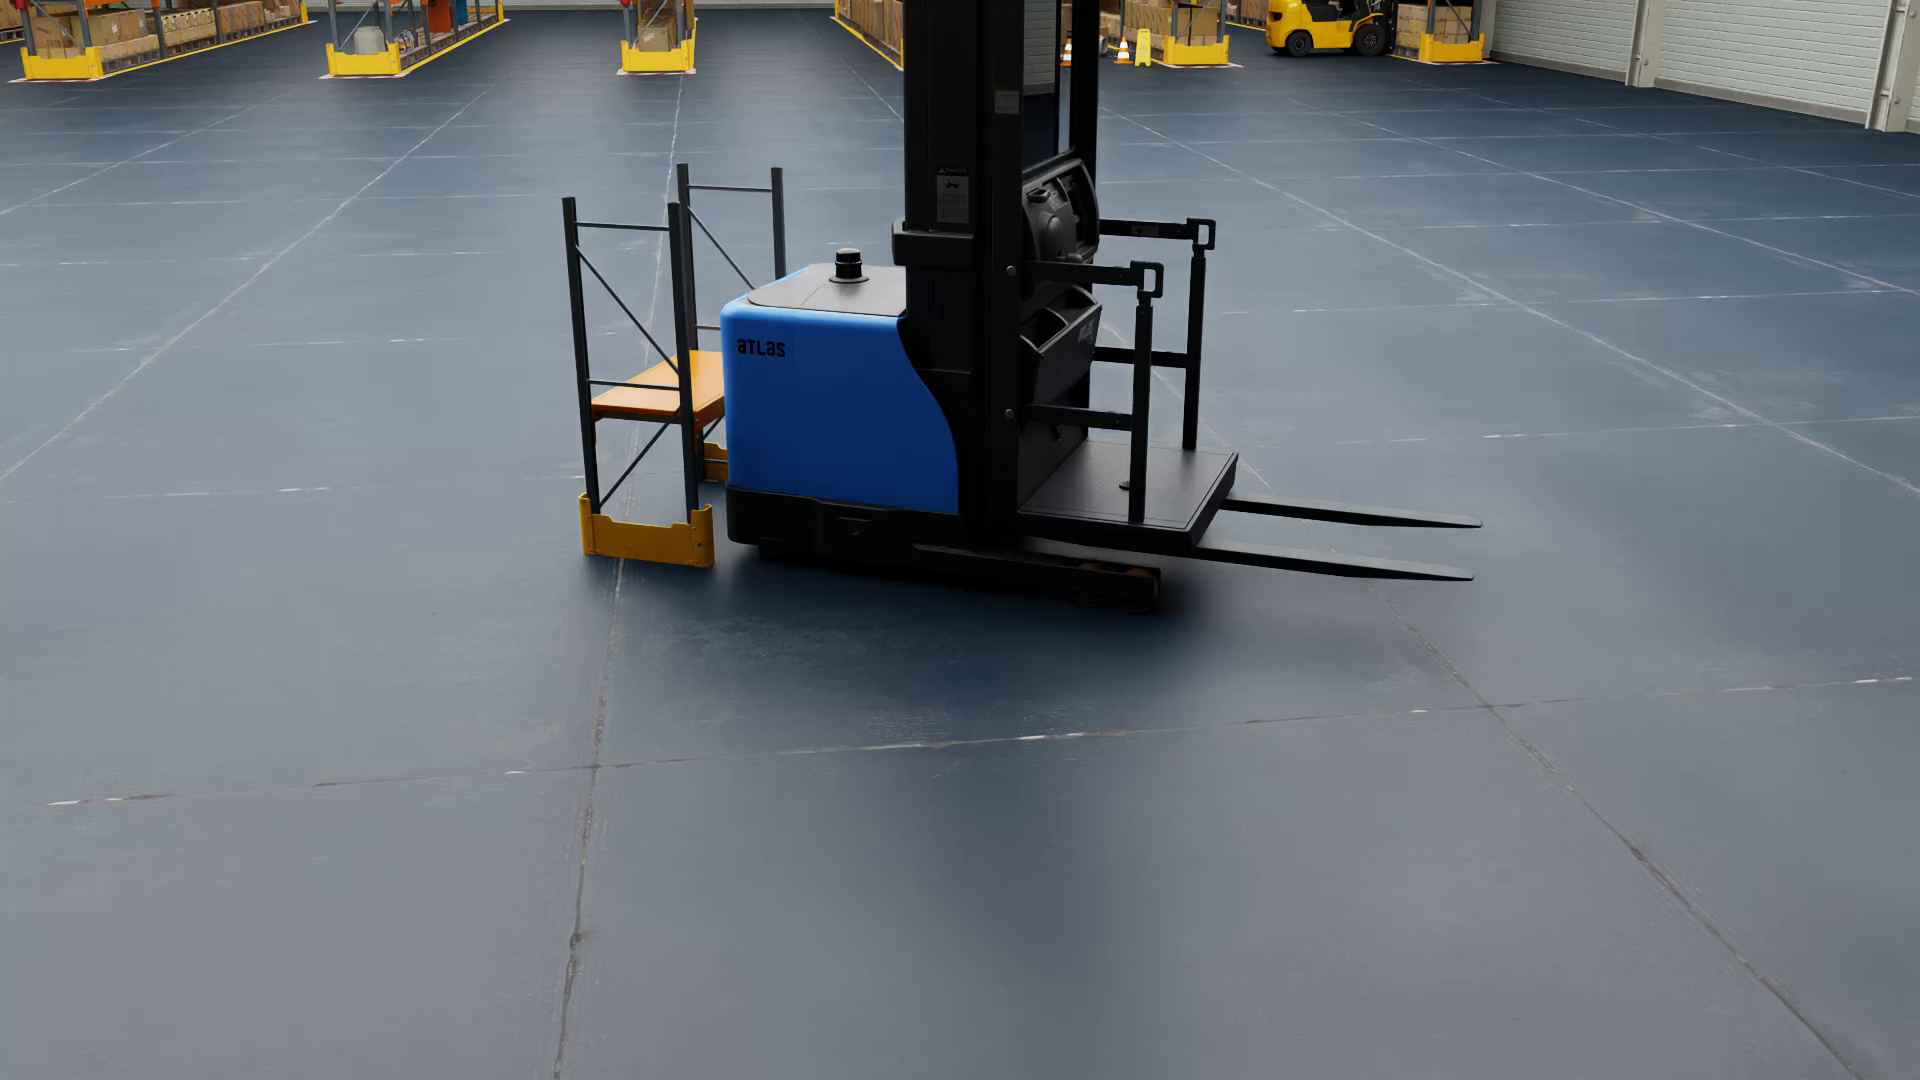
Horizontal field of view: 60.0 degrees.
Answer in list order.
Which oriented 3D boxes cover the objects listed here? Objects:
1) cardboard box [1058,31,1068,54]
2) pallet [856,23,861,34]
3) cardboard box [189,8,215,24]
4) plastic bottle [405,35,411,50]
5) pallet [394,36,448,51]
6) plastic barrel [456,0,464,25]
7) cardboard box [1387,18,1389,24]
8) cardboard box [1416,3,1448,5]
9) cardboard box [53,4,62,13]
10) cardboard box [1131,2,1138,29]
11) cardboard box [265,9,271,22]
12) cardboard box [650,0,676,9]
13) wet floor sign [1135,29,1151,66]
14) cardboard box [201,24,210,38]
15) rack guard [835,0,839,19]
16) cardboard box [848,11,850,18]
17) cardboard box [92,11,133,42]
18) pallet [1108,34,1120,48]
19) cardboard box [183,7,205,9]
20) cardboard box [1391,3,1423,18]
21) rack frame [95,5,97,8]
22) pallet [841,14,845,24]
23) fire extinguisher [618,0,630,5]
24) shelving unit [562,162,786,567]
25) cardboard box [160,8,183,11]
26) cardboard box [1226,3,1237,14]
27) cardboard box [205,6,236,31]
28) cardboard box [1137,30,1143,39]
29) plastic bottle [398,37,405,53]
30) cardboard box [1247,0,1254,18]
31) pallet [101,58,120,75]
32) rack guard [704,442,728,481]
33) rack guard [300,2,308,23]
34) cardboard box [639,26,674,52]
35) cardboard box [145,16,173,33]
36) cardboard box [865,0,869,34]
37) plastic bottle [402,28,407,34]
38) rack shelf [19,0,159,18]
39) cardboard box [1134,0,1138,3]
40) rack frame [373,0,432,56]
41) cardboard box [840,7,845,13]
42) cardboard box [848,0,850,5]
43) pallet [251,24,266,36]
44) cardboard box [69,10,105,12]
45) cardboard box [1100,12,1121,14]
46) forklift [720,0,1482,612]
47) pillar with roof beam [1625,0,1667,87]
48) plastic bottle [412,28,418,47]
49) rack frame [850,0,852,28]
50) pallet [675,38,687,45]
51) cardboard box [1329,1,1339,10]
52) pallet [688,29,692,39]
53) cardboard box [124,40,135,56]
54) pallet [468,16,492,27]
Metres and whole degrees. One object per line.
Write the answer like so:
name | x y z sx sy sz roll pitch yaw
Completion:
cardboard box | 1.643 -9.578 32.142 0.637 0.503 0.797 17 27 39
pallet | -1.919 -12.138 39.413 1.003 0.211 1.213 -3 21 -8
cardboard box | -16.042 -11.041 35.019 0.500 0.311 0.500 -2 21 -6
plastic bottle | -10.352 -9.312 31.133 0.097 0.271 0.097 0 20 0
pallet | -11.213 -10.289 34.464 1.003 0.211 1.213 -3 21 -8
plastic barrel | -11.872 -12.452 38.666 0.600 0.901 0.708 -3 21 -8
cardboard box | 8.708 -10.340 33.228 0.500 0.250 0.500 -3 21 -8
cardboard box | 9.294 -10.418 32.724 0.500 0.250 0.500 -3 21 -8
cardboard box | -21.915 -12.637 39.735 0.700 0.500 0.500 -3 21 -8
cardboard box | 3.732 -10.509 33.325 0.500 0.500 0.500 -2 21 -6
cardboard box | -16.784 -12.527 39.682 0.500 0.311 0.500 -3 21 -8
cardboard box | -6.345 -11.510 35.618 0.500 0.250 0.500 -1 20 -2
wet floor sign | 3.370 -9.044 30.510 0.267 0.644 0.232 4 21 11
cardboard box | -15.966 -10.599 34.638 0.500 0.250 0.500 -3 21 -8
rack guard | -2.778 -14.325 44.855 1.175 0.500 0.348 -3 21 -8
cardboard box | -2.606 -13.117 41.523 0.380 0.149 0.250 -3 21 -7
cardboard box | -15.279 -9.245 29.940 0.500 0.500 0.500 -3 21 -8
pallet | 3.711 -10.615 35.336 1.003 0.211 1.213 -3 21 -8
cardboard box | -16.729 -11.386 36.358 0.500 0.500 0.500 -2 21 -6
cardboard box | 8.776 -10.390 32.649 0.500 0.250 0.500 -3 21 -7
rack frame | -22.416 -14.558 41.906 1.000 3.000 0.127 -3 21 -8
pallet | -2.523 -13.485 43.020 1.003 0.211 1.213 -3 21 -8
fire extinguisher | -5.844 -9.668 28.925 0.296 0.674 0.183 -3 21 -8
shelving unit | -1.171 -0.797 7.205 0.587 1.500 1.083 6 21 16
cardboard box | -16.577 -11.014 34.946 0.500 0.311 0.500 -2 21 -6
cardboard box | 7.161 -13.891 43.429 0.396 0.266 0.258 -2 21 -6
cardboard box | -16.225 -11.427 36.468 0.500 0.500 0.500 -4 21 -10
cardboard box | 3.810 -9.975 32.966 0.500 0.250 0.500 -3 21 -8
plastic bottle | -10.259 -9.089 30.535 0.097 0.271 0.097 0 20 0
cardboard box | 7.517 -13.337 41.609 0.500 0.500 0.500 -3 21 -8
pallet | -15.360 -8.225 28.937 1.003 0.211 1.213 -3 21 -8
rack guard | -1.026 -0.378 7.870 0.587 0.250 0.087 6 21 16
rack guard | -17.504 -13.611 42.945 1.175 0.500 0.348 -3 21 -8
cardboard box | -5.478 -9.010 30.025 0.500 0.500 0.500 1 20 2
cardboard box | -15.598 -9.981 32.180 0.500 0.311 0.500 -3 21 -8
cardboard box | -1.507 -11.377 36.006 1.050 0.750 0.750 -3 21 -7
plastic bottle | -10.647 -9.652 31.928 0.144 0.351 0.185 -3 21 -8
rack shelf | -15.496 -9.624 29.726 1.077 0.370 4.000 -3 21 -8
cardboard box | 3.677 -10.774 33.106 0.380 0.149 0.250 -2 21 -6
rack frame | -10.883 -10.902 32.119 1.000 3.000 0.127 -3 21 -8
cardboard box | -2.940 -13.920 43.672 0.380 0.149 0.250 -3 21 -7
cardboard box | -2.597 -13.474 41.628 0.380 0.149 0.250 -3 21 -7
pallet | -16.783 -11.838 38.609 1.003 0.211 1.213 -3 21 -8
cardboard box | -15.883 -9.391 30.331 0.500 0.500 0.500 -3 21 -8
cardboard box | 3.434 -11.552 37.013 0.950 0.372 0.625 -3 21 -9
forklift | 0.588 -1.302 6.512 3.031 2.935 1.130 7 22 18
pillar with roof beam | 6.709 -11.321 24.666 9.100 9.000 0.400 -3 21 -8
plastic bottle | -10.505 -9.659 31.948 0.144 0.351 0.185 -3 21 -9
rack frame | -2.212 -14.137 40.780 1.000 3.000 0.127 -3 21 -8
pallet | -6.095 -10.115 33.998 1.003 0.211 1.213 -3 21 -8
cardboard box | 8.546 -11.437 36.345 0.875 0.625 0.625 -3 21 -8
pallet | -6.597 -11.508 37.725 1.003 0.211 1.213 -3 21 -8
cardboard box | -15.280 -8.894 30.072 0.500 0.250 0.500 -3 21 -8
pallet | -12.359 -13.042 41.833 1.003 0.211 1.213 -3 21 -8
